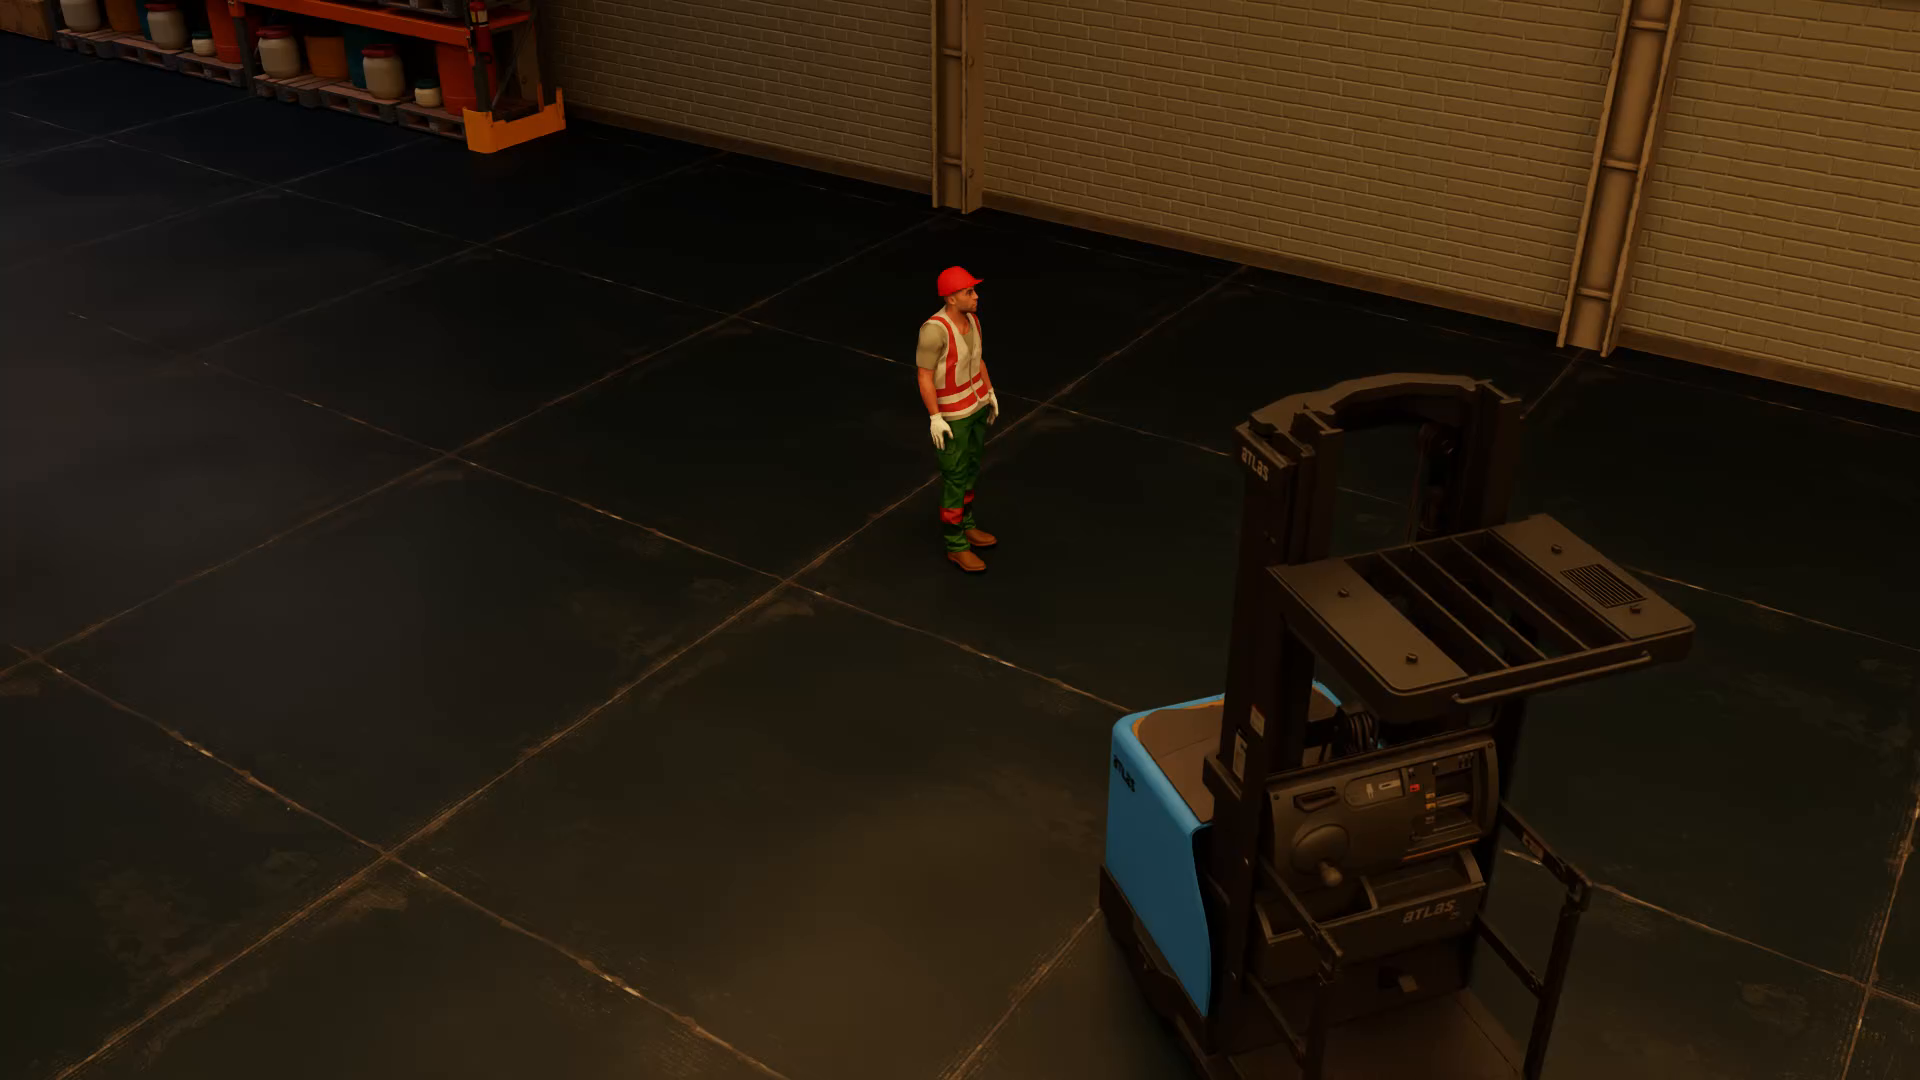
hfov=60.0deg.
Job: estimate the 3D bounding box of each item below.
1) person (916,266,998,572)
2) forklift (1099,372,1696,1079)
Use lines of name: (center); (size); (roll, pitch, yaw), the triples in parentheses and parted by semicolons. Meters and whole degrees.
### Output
person: (0.059, -0.752, 9.999); (0.564, 1.787, 0.637); (19, 35, 29)
forklift: (1.605, 1.028, 5.810); (1.130, 2.935, 3.031); (-10, 32, -17)
